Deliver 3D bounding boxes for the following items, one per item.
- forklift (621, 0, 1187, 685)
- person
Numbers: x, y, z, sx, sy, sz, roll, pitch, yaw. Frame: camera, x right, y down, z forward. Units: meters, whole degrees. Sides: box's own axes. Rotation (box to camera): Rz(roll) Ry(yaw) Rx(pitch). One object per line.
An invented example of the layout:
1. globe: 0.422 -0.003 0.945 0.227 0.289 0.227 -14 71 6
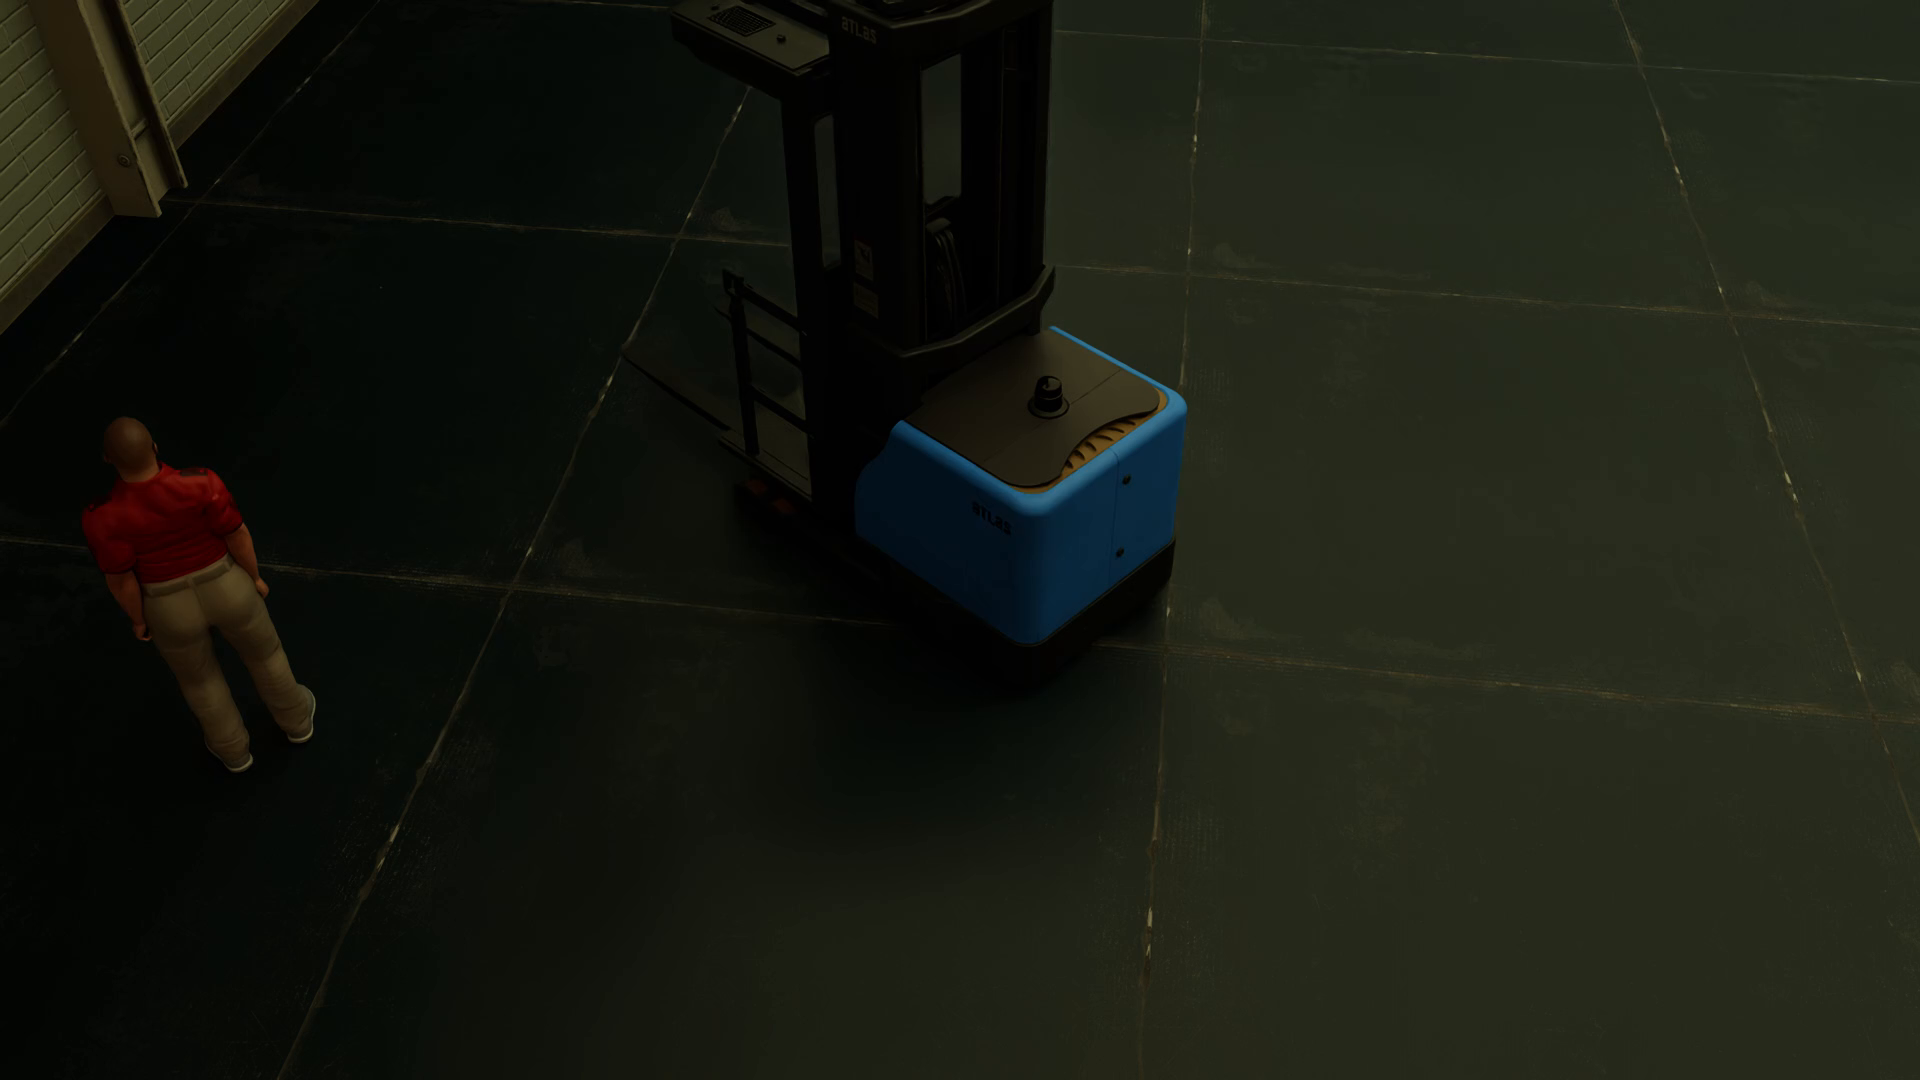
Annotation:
1. forklift: -0.439 -1.342 7.185 3.031 2.935 1.130 33 52 31
2. person: -2.938 0.204 6.394 0.528 1.728 0.388 -24 48 -23
